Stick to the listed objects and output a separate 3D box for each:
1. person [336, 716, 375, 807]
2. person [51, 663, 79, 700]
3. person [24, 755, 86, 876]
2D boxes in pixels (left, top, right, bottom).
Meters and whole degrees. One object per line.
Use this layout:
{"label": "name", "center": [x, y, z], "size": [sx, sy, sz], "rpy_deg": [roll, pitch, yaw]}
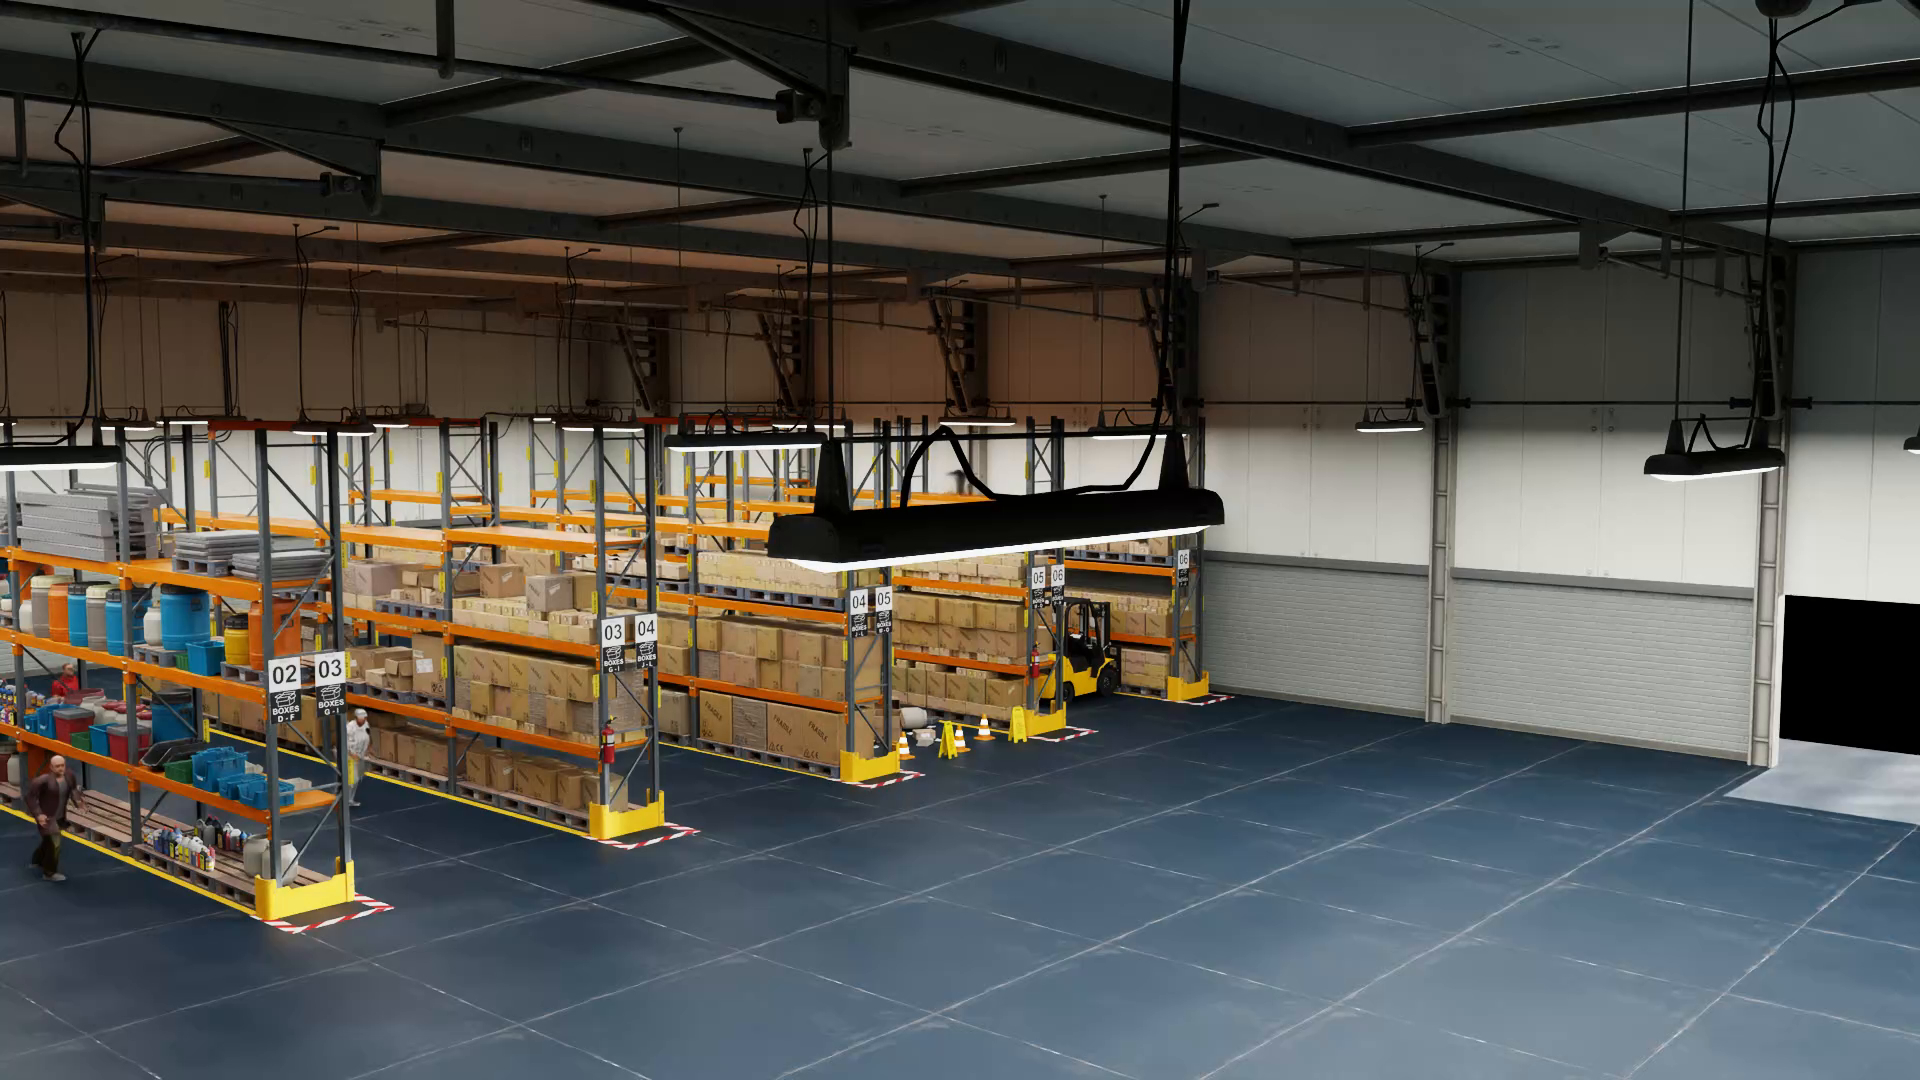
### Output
{"label": "person", "center": [-9.577, 3.392, 26.100], "size": [0.781, 1.551, 0.612], "rpy_deg": [2, 5, 21]}
{"label": "person", "center": [-15.681, 2.950, 29.274], "size": [0.833, 1.588, 0.611], "rpy_deg": [3, 6, 35]}
{"label": "person", "center": [-12.040, 3.625, 21.993], "size": [0.959, 1.623, 0.667], "rpy_deg": [1, 5, 13]}
